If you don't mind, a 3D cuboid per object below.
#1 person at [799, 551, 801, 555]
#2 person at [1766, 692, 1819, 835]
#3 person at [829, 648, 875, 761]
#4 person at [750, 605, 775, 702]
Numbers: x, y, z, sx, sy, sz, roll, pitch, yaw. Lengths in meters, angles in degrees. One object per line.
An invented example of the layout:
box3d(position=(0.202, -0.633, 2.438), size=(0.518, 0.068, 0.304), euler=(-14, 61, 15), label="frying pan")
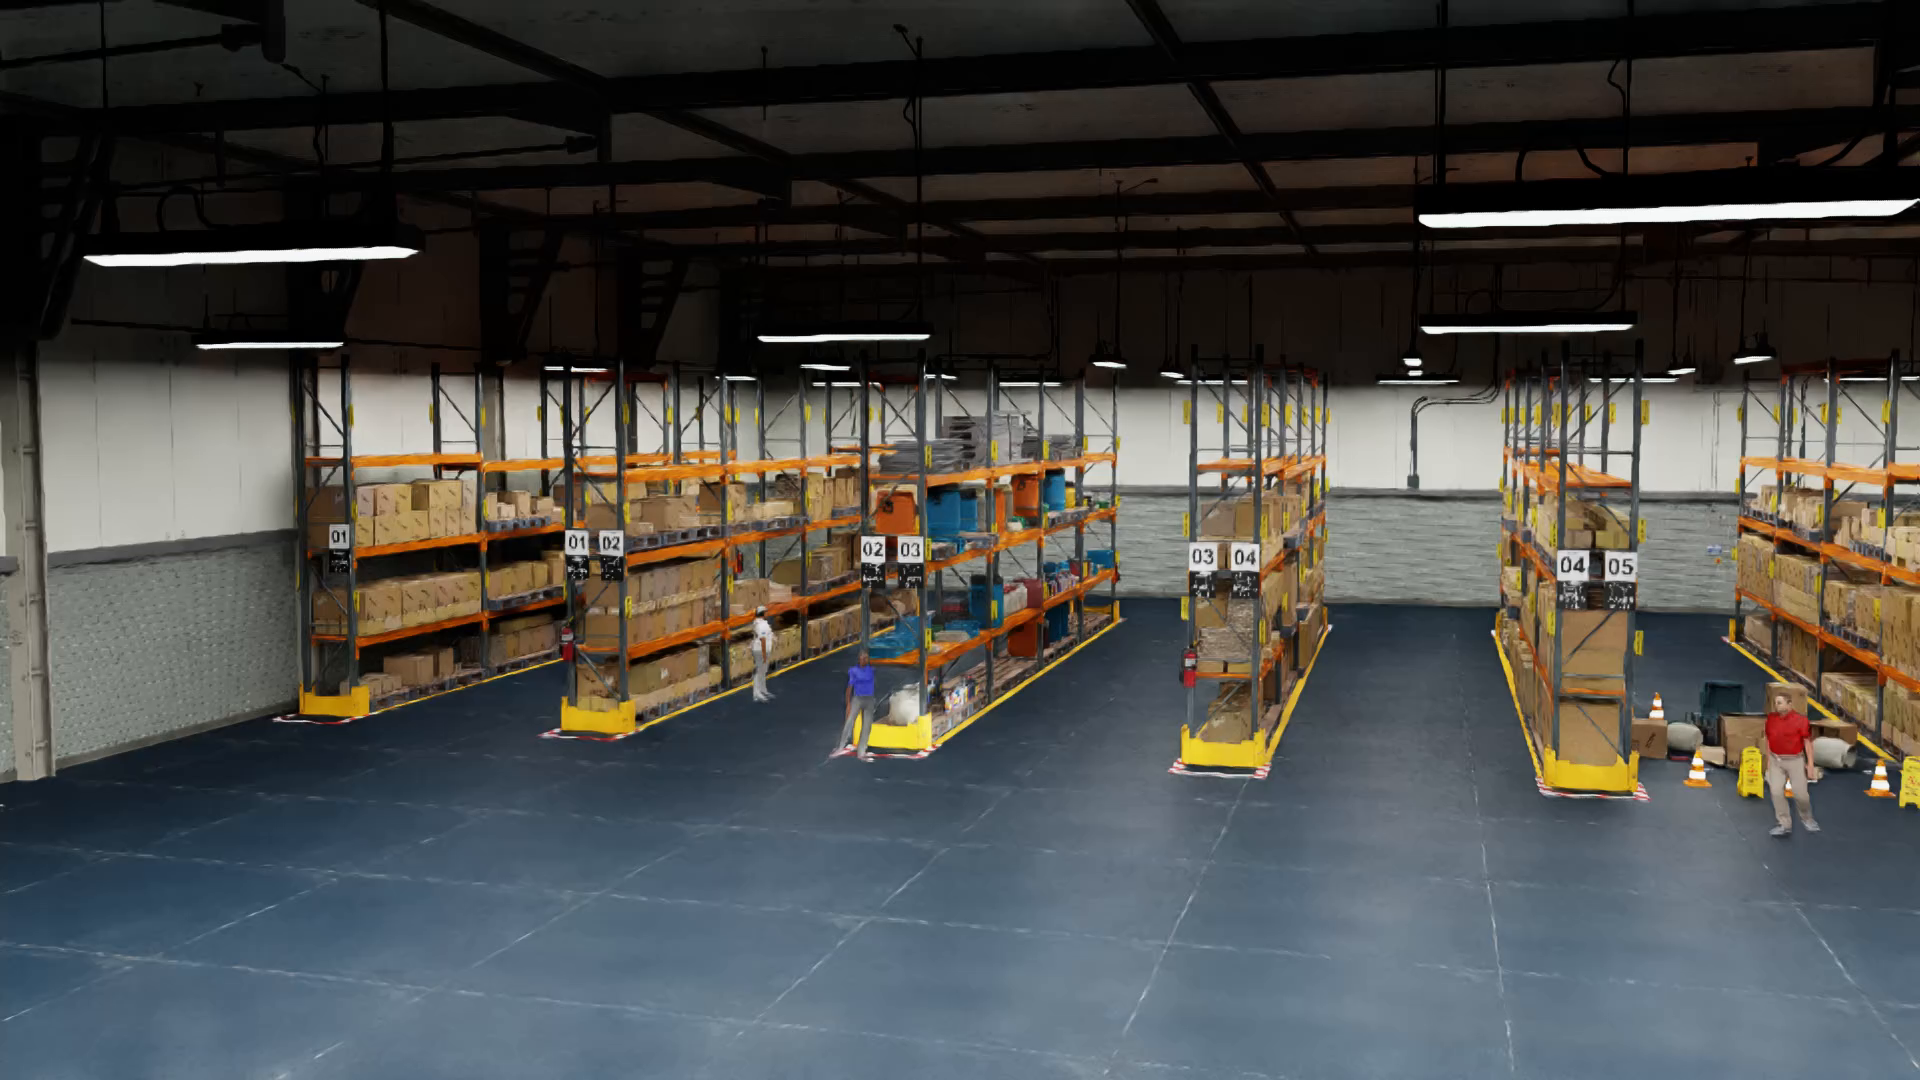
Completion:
box3d(position=(-3.825, 1.081, 40.726), size=(0.553, 1.709, 1.123), euler=(1, 4, 18), label="person")
box3d(position=(9.952, 2.659, 19.884), size=(0.563, 1.713, 0.600), euler=(-3, 5, -38), label="person")
box3d(position=(-1.547, 2.376, 24.076), size=(0.653, 1.652, 0.470), euler=(-2, 5, -26), label="person")
box3d(position=(-3.455, 1.972, 29.200), size=(0.425, 1.666, 0.526), euler=(-1, 4, -15), label="person")
